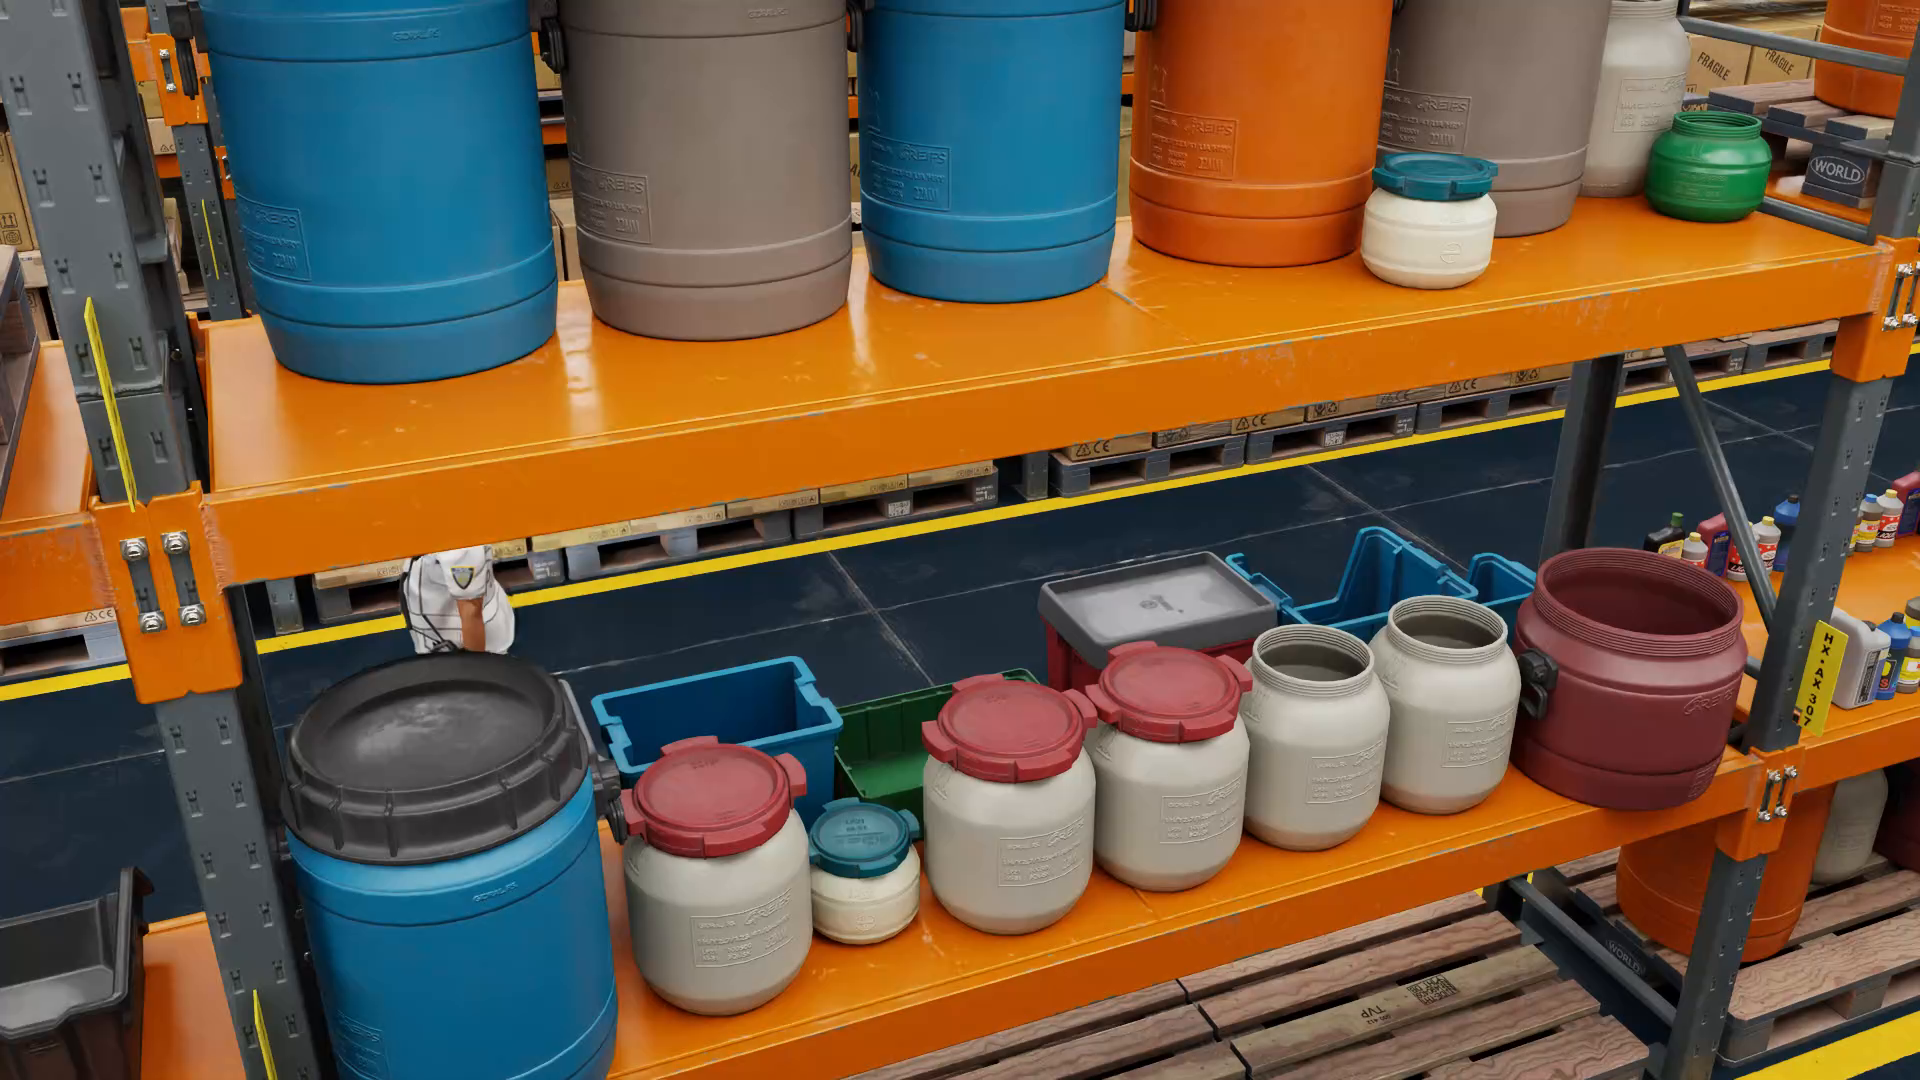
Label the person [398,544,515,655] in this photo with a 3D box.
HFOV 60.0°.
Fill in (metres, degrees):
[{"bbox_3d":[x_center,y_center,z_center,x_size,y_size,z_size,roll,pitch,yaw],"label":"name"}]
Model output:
[{"bbox_3d":[-1.901,0.411,6.238,0.463,1.688,0.507,-5,27,-11],"label":"person"}]
